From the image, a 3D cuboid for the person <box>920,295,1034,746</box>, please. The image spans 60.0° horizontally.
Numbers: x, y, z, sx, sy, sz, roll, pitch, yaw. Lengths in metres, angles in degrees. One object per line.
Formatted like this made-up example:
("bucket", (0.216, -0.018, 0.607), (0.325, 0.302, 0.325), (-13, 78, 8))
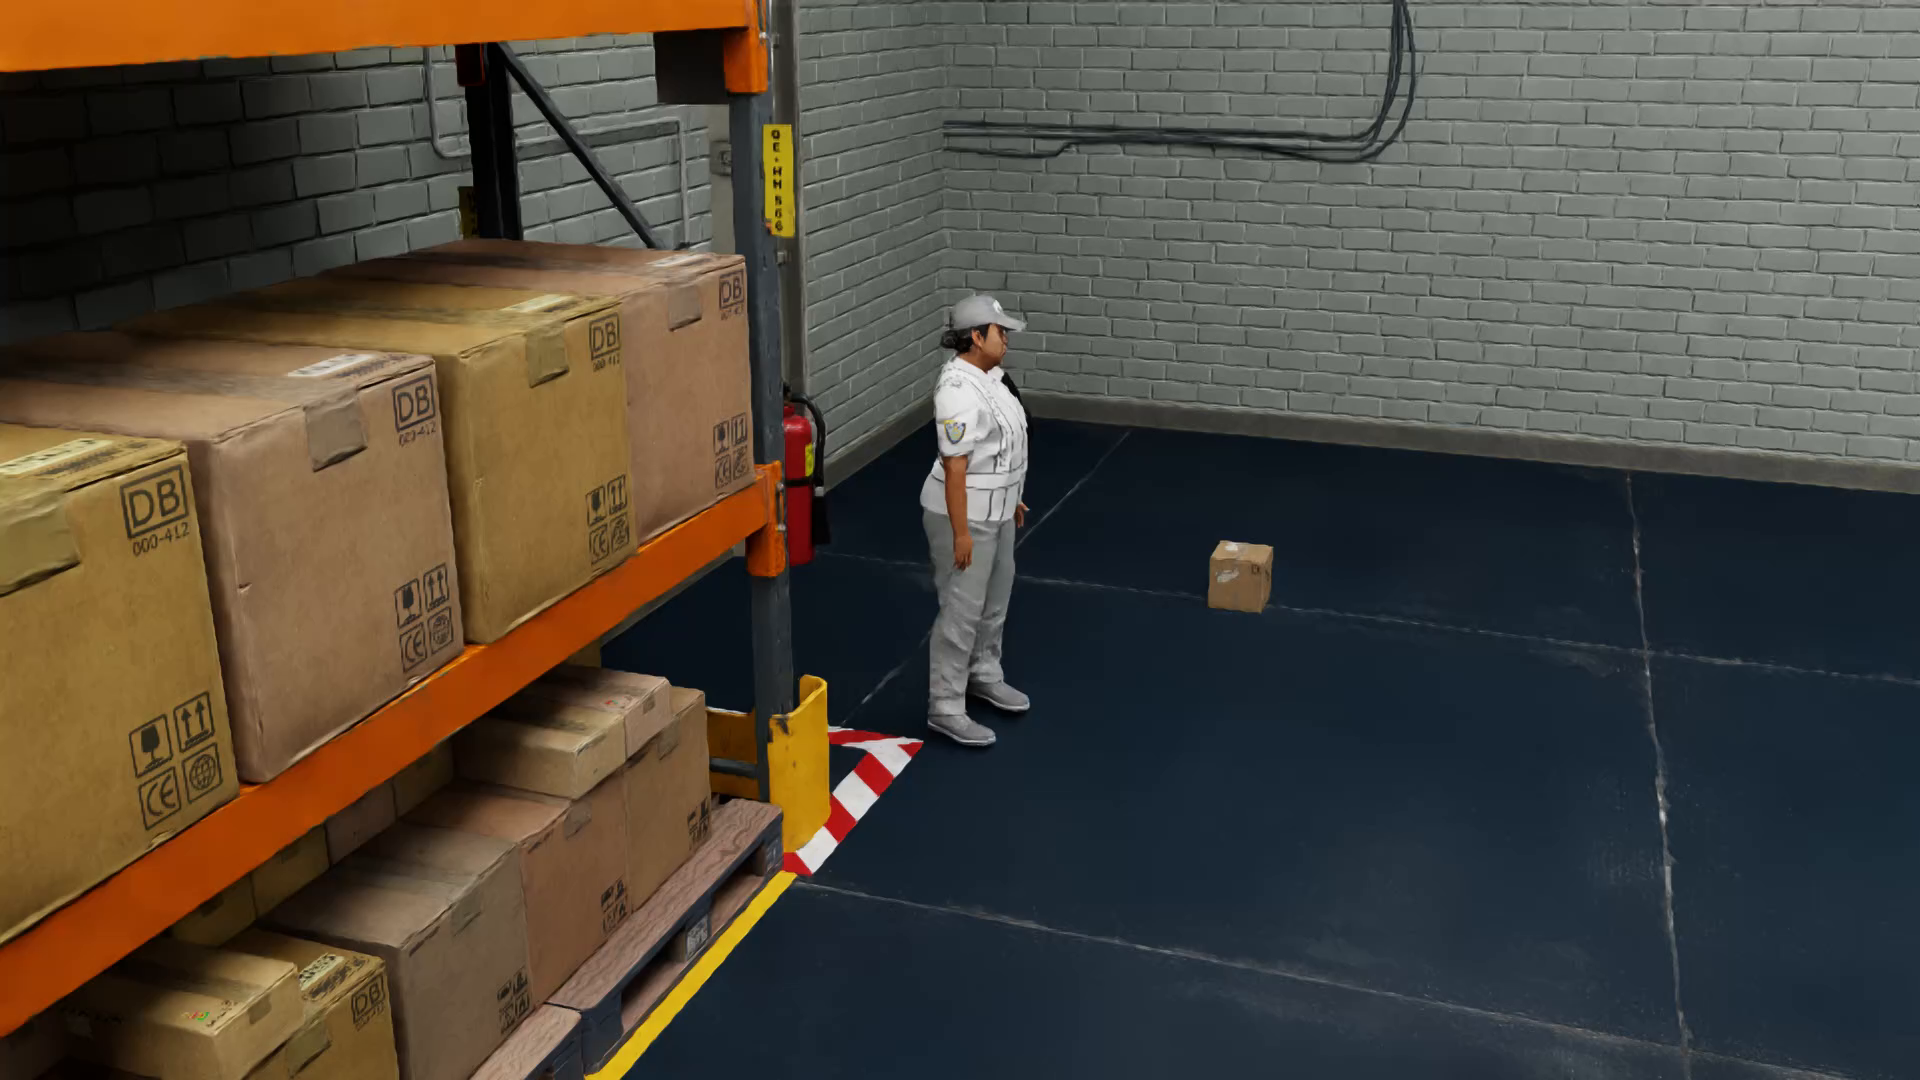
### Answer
("person", (0.056, -0.092, 6.269), (0.399, 1.672, 0.520), (5, 19, 15))
